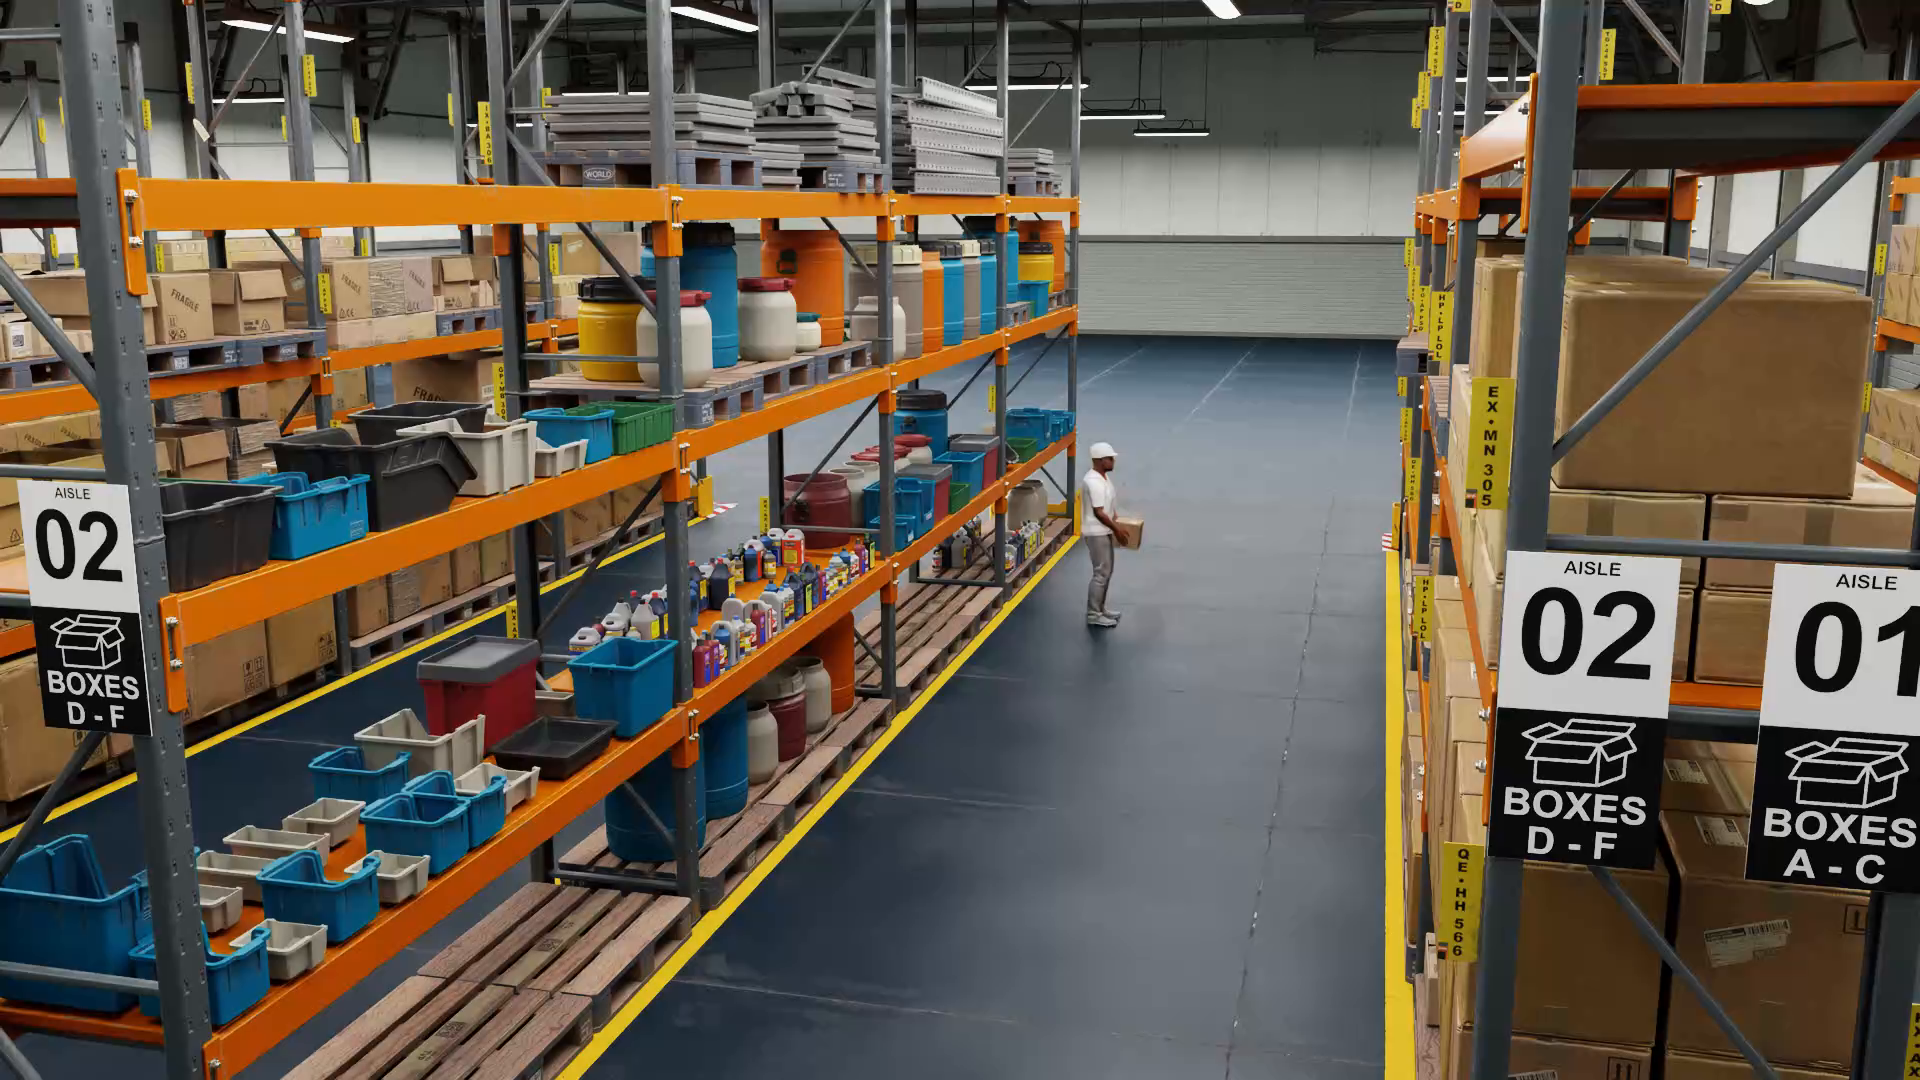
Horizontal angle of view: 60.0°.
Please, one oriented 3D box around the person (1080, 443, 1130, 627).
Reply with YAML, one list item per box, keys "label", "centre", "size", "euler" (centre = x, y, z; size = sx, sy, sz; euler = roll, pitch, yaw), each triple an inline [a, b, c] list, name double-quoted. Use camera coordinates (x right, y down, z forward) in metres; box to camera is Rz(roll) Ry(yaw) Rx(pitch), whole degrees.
- label: "person"
  centre: [1.426, -0.066, 16.210]
  size: [0.509, 1.768, 0.562]
  euler: [3, 12, 13]
